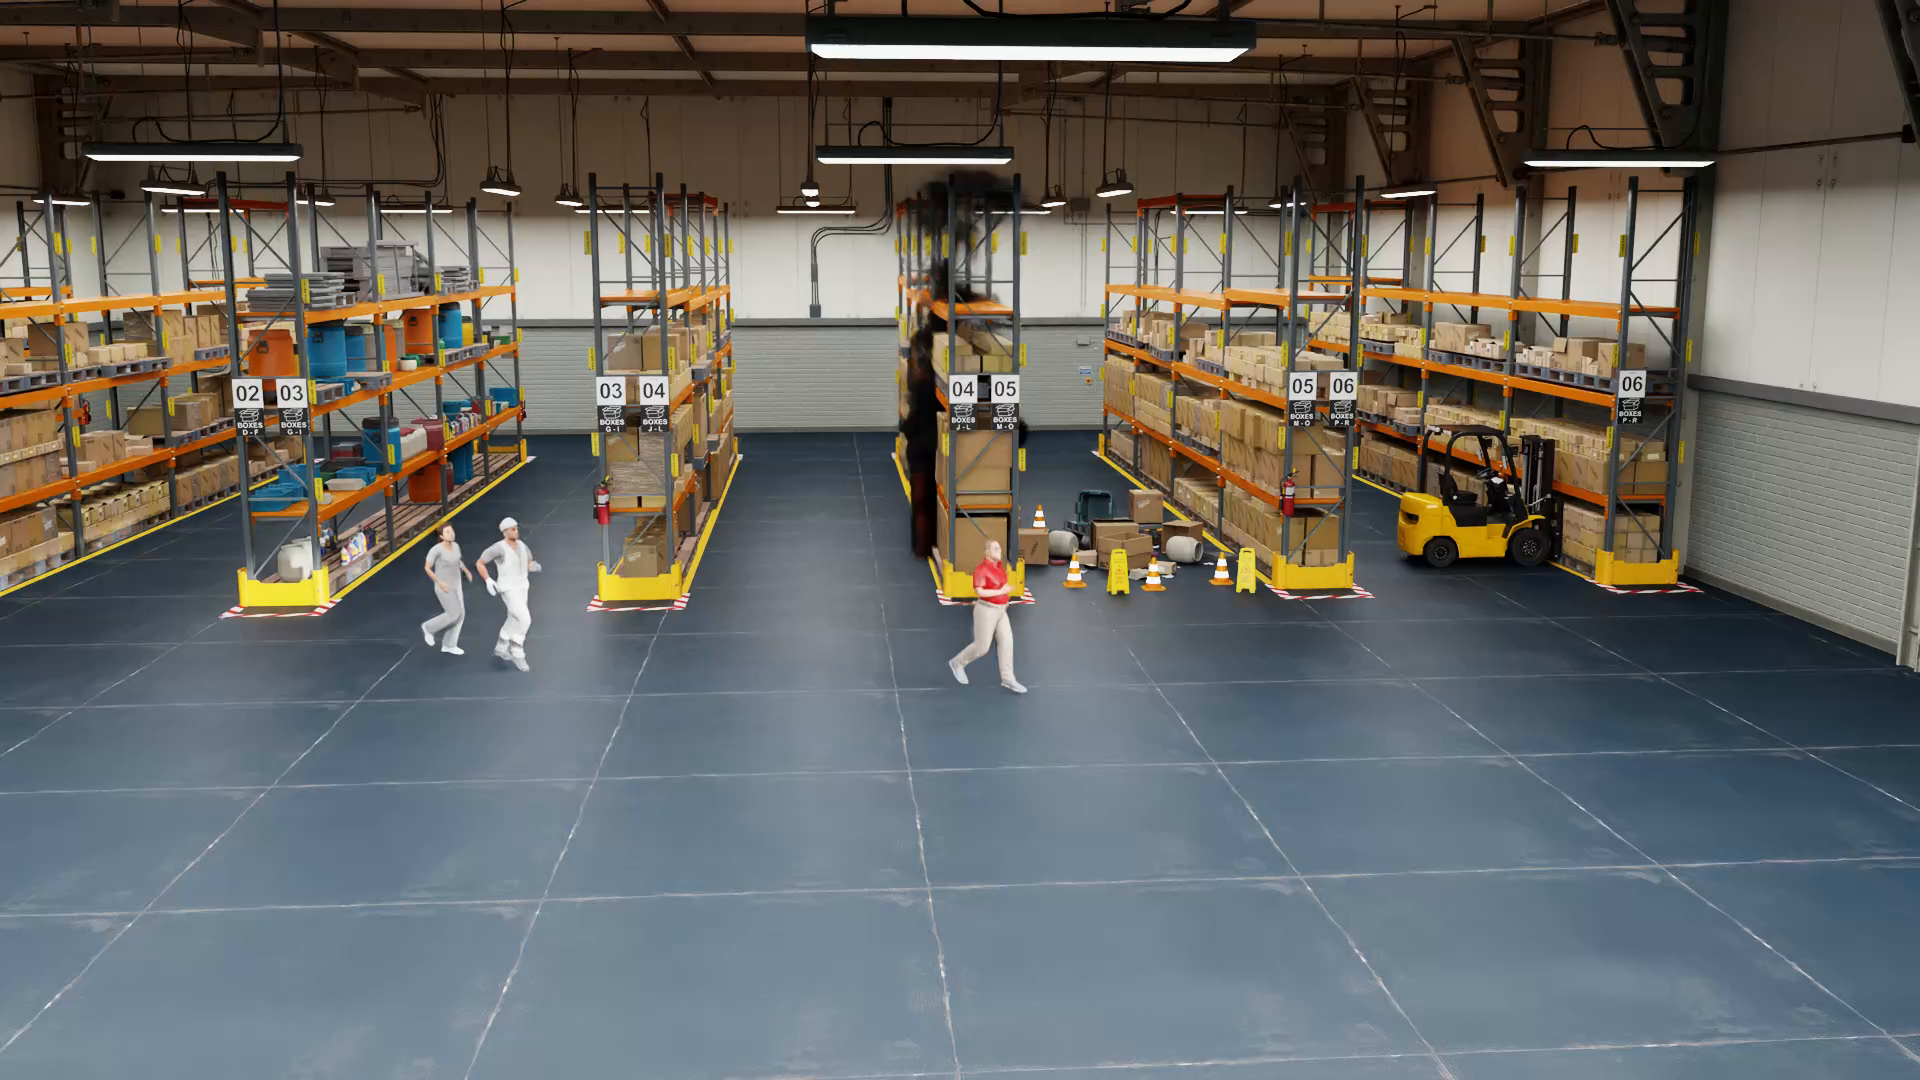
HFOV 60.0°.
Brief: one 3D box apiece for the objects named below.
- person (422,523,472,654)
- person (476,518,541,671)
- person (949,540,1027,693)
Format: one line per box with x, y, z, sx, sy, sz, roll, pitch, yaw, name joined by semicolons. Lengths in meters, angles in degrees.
-6.374;0.595;20.688;0.605;1.639;0.560;5;11;26;person
-5.342;0.646;19.915;0.758;1.839;0.646;4;11;24;person
0.323;0.841;18.857;0.950;1.722;0.682;6;12;30;person
